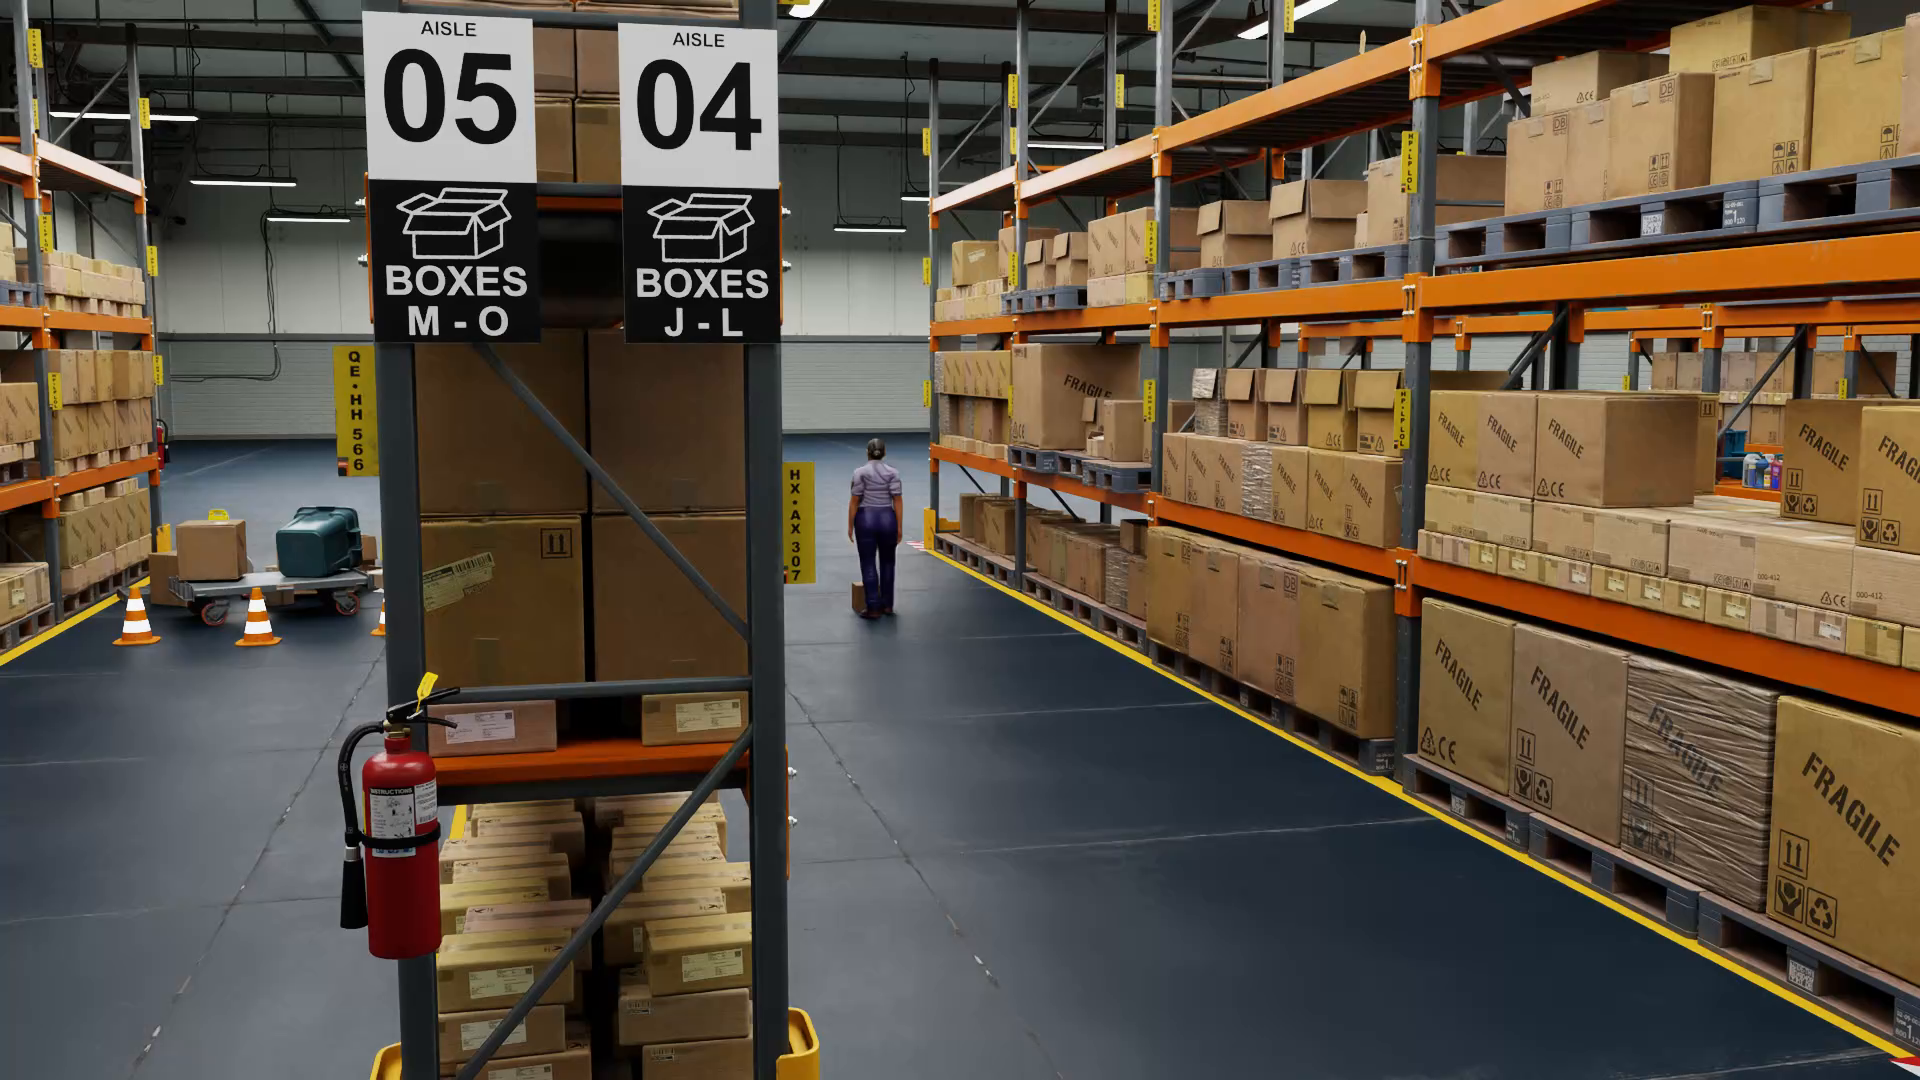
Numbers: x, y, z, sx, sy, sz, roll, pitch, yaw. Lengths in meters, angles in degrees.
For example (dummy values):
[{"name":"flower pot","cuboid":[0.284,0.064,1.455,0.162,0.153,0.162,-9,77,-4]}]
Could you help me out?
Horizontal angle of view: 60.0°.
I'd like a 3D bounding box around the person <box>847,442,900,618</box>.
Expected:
[{"name":"person","cuboid":[-0.791,-0.085,15.213,0.489,1.621,0.372,-1,6,-12]}]
